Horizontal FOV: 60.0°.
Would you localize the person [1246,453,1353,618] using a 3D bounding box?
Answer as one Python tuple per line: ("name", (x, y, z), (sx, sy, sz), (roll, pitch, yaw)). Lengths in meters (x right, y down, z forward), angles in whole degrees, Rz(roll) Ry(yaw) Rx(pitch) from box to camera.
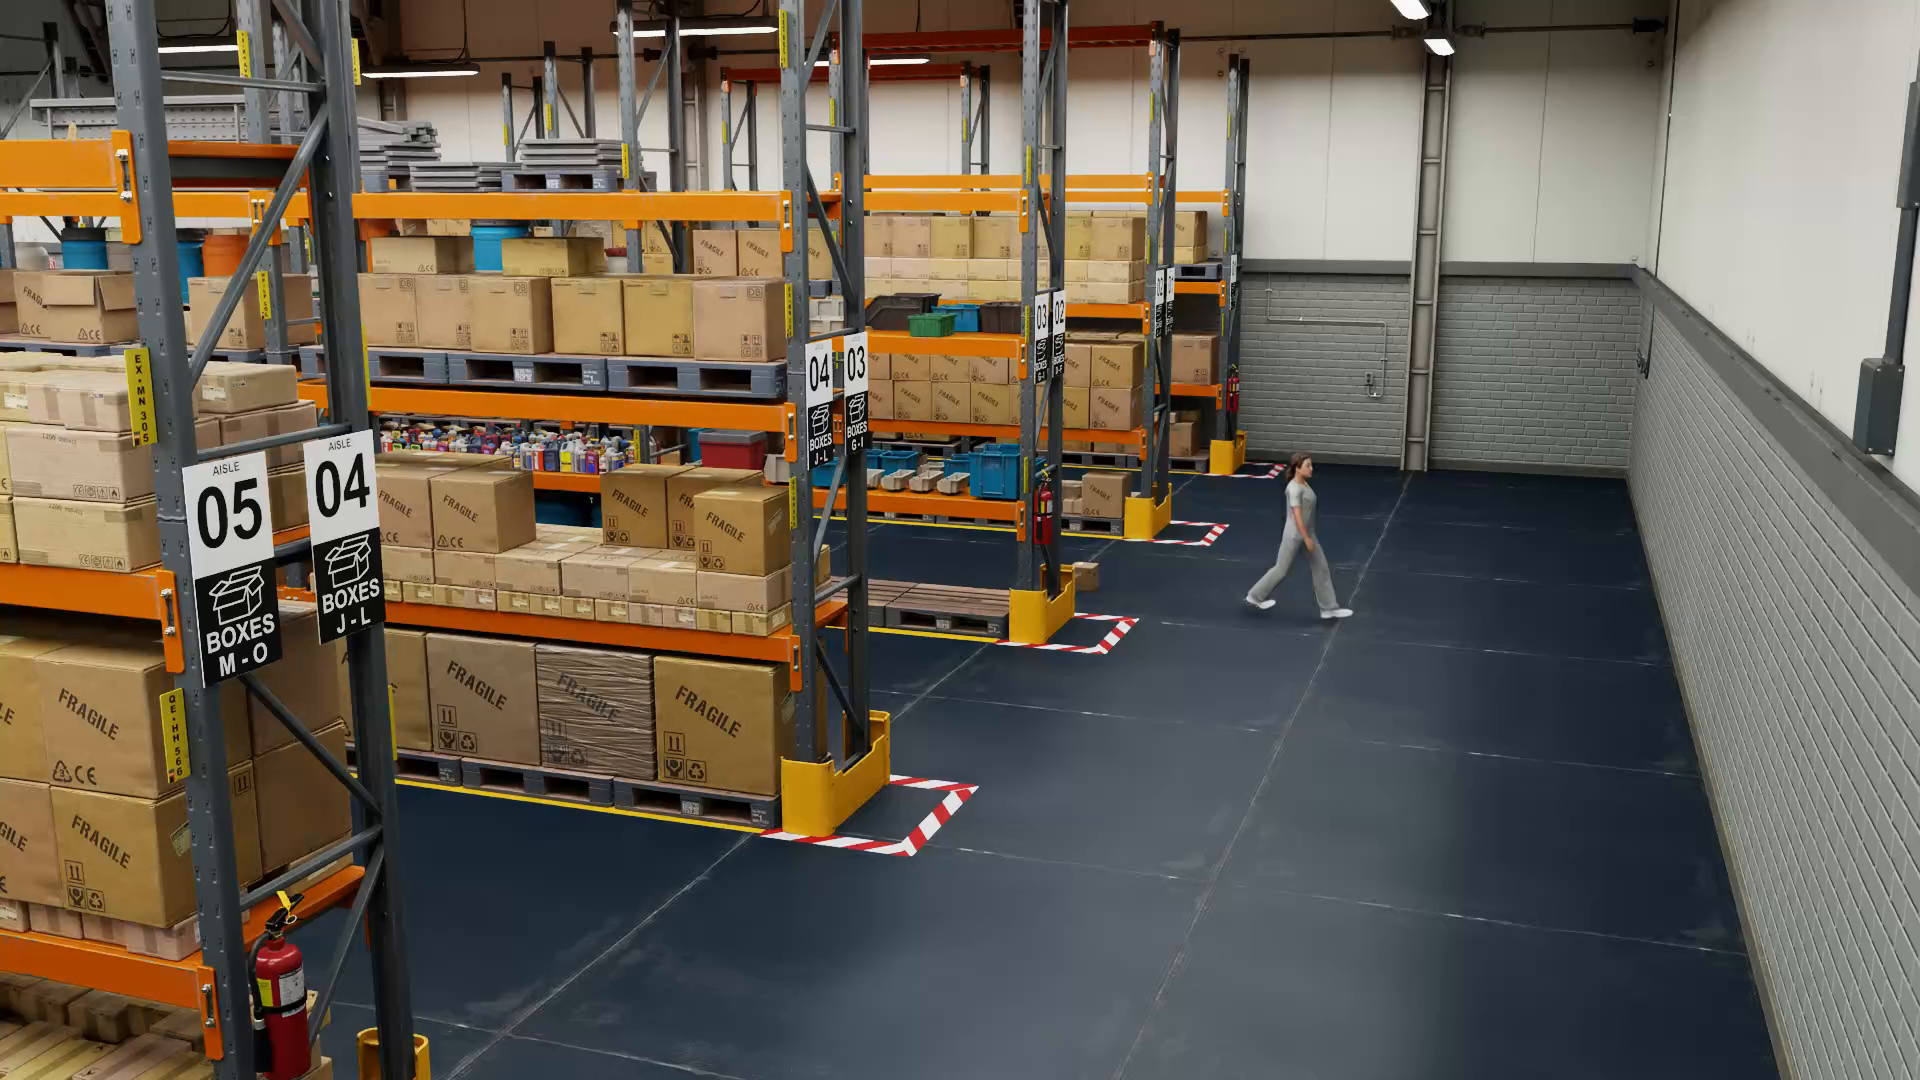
("person", (3.306, -0.044, 16.186), (1.049, 1.618, 0.458), (7, 14, 30))
